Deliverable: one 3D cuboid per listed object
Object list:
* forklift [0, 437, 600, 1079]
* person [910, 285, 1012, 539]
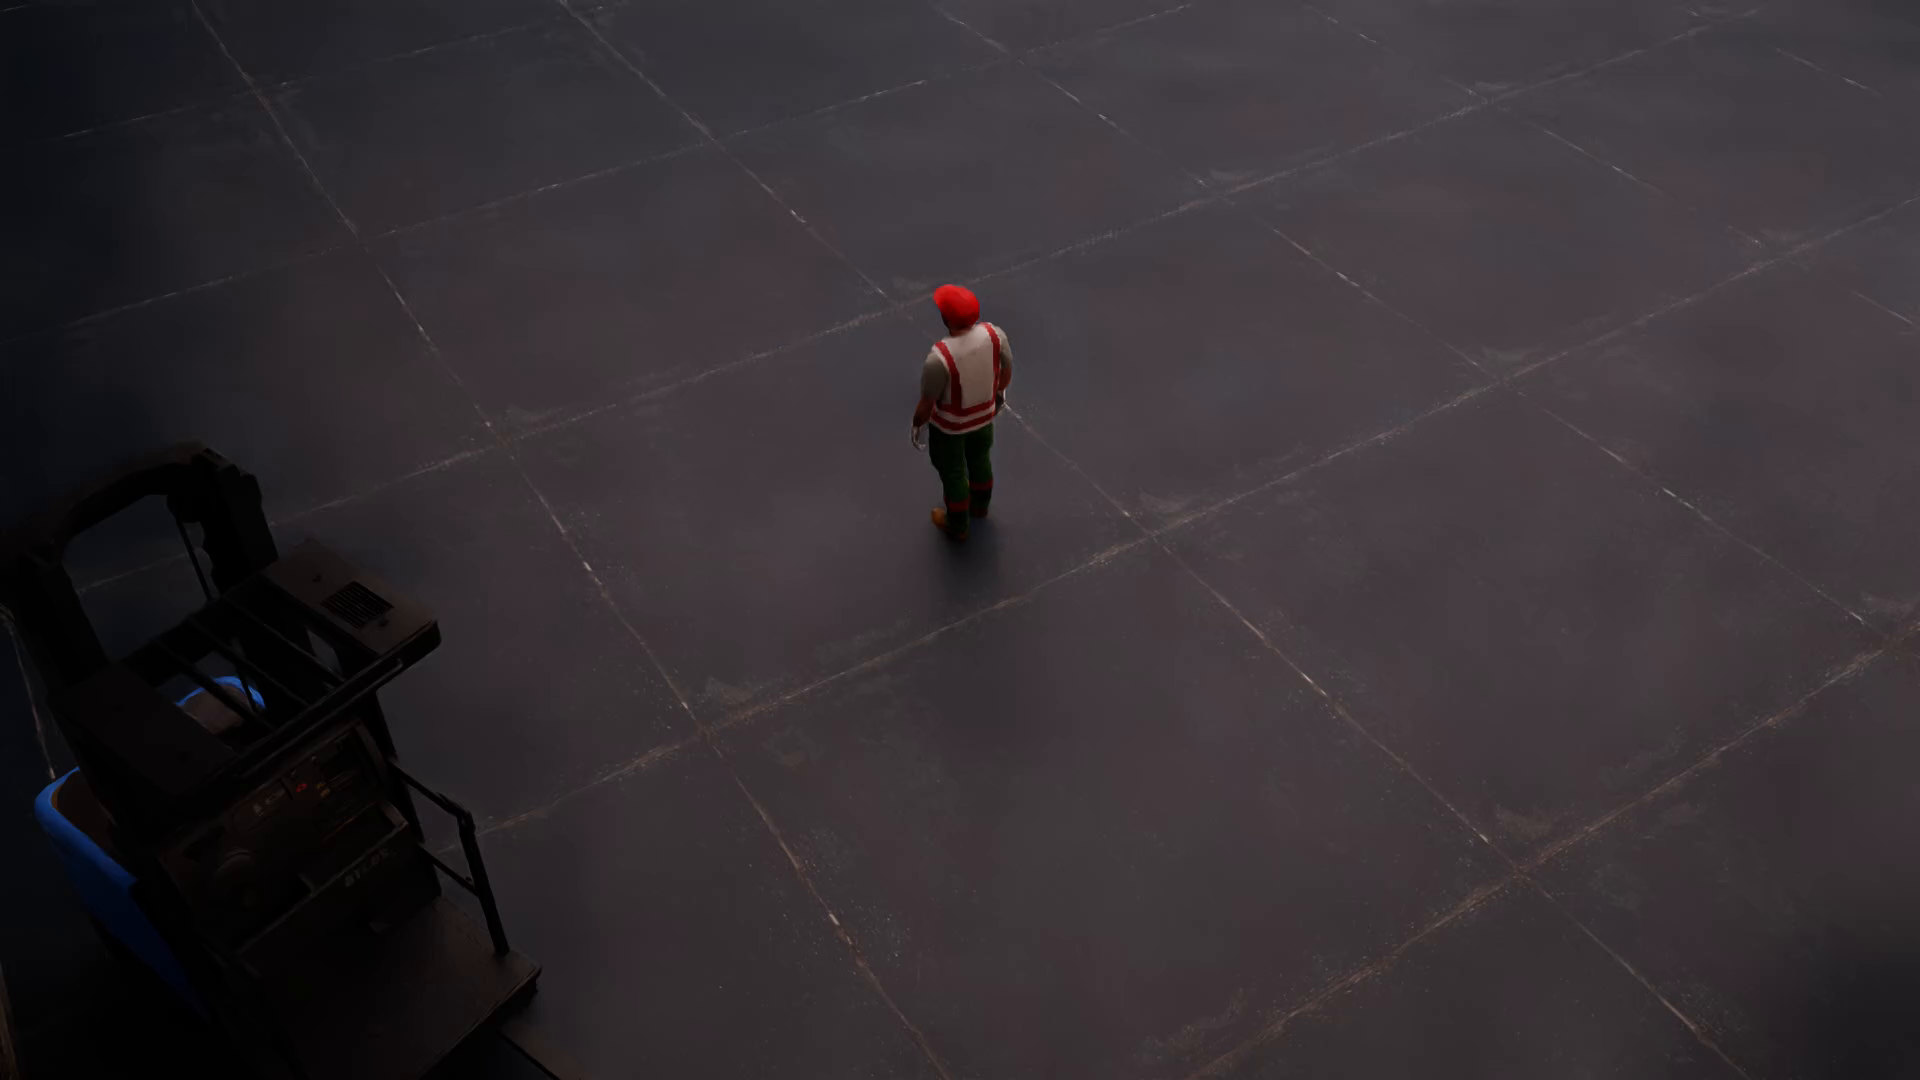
[{"bbox_3d":[-2.562,1.156,6.548,3.031,2.935,1.130,27,48,27],"label":"forklift"},{"bbox_3d":[-0.034,-0.757,9.535,0.637,1.787,0.563,-23,46,-24],"label":"person"}]
